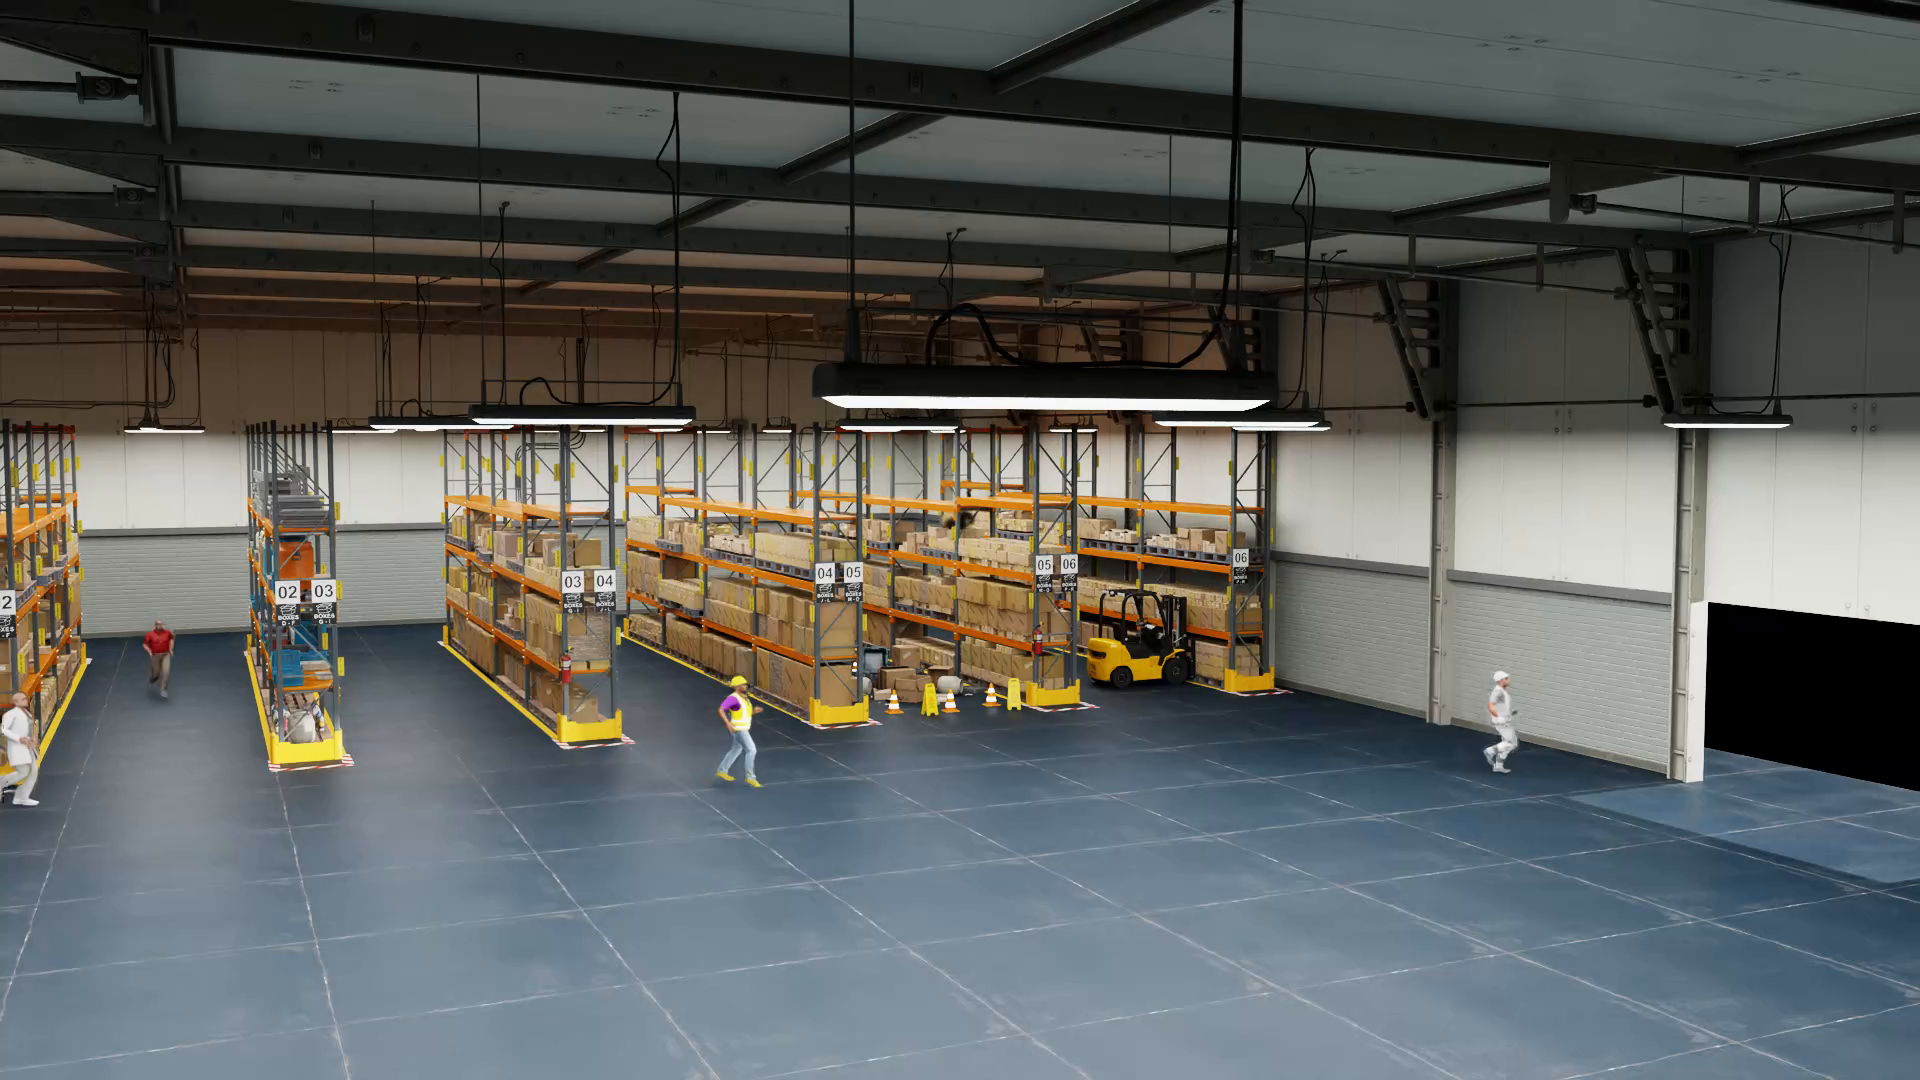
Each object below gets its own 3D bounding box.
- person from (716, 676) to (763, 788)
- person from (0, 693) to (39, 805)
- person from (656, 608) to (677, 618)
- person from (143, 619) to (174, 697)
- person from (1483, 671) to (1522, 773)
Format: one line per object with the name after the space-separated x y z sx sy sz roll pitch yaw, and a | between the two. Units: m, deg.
-3.610 3.132 27.186 0.807 1.823 0.677 0 4 4 | person
-14.671 3.247 25.850 0.707 1.742 0.732 0 4 -2 | person
-8.760 1.861 49.375 0.697 1.590 0.533 -1 4 -19 | person
-17.672 2.588 36.702 0.653 1.698 0.829 -3 4 -37 | person
9.214 3.088 28.224 0.594 1.735 0.657 2 4 25 | person
